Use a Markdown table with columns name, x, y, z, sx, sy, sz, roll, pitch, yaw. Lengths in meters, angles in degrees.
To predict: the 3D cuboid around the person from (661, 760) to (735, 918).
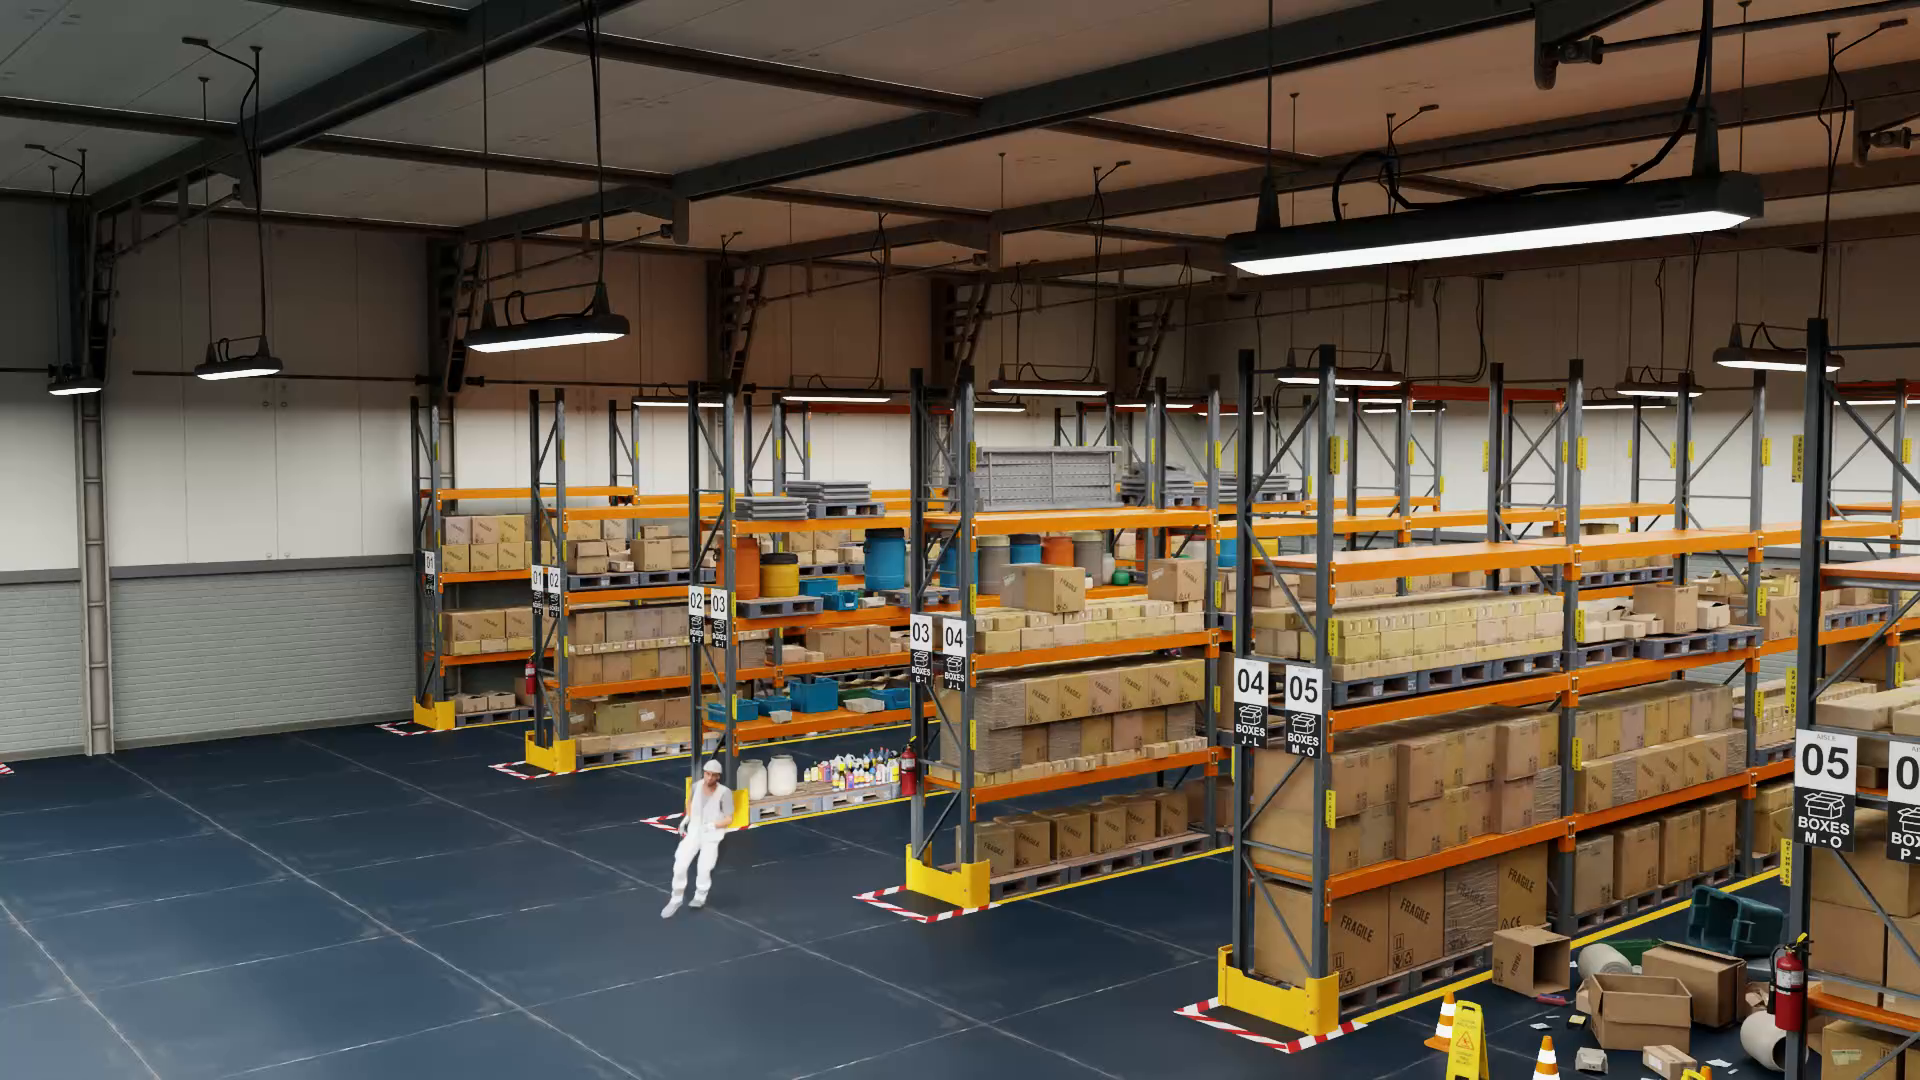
| name | x | y | z | sx | sy | sz | roll | pitch | yaw |
| --- | --- | --- | --- | --- | --- | --- | --- | --- | --- |
| person | -2.814 | 3.217 | 18.008 | 0.806 | 1.727 | 0.784 | 1 | 3 | 12 |

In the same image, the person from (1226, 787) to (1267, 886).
| name | x | y | z | sx | sy | sz | roll | pitch | yaw |
| --- | --- | --- | --- | --- | --- | --- | --- | --- | --- |
| person | 3.291 | 3.368 | 18.814 | 0.911 | 1.347 | 0.551 | -3 | 4 | -38 |

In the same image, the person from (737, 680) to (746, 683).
| name | x | y | z | sx | sy | sz | roll | pitch | yaw |
| --- | --- | --- | --- | --- | --- | --- | --- | --- | --- |
| person | -4.121 | 2.461 | 31.255 | 0.674 | 1.749 | 0.999 | 3 | 4 | 37 |
